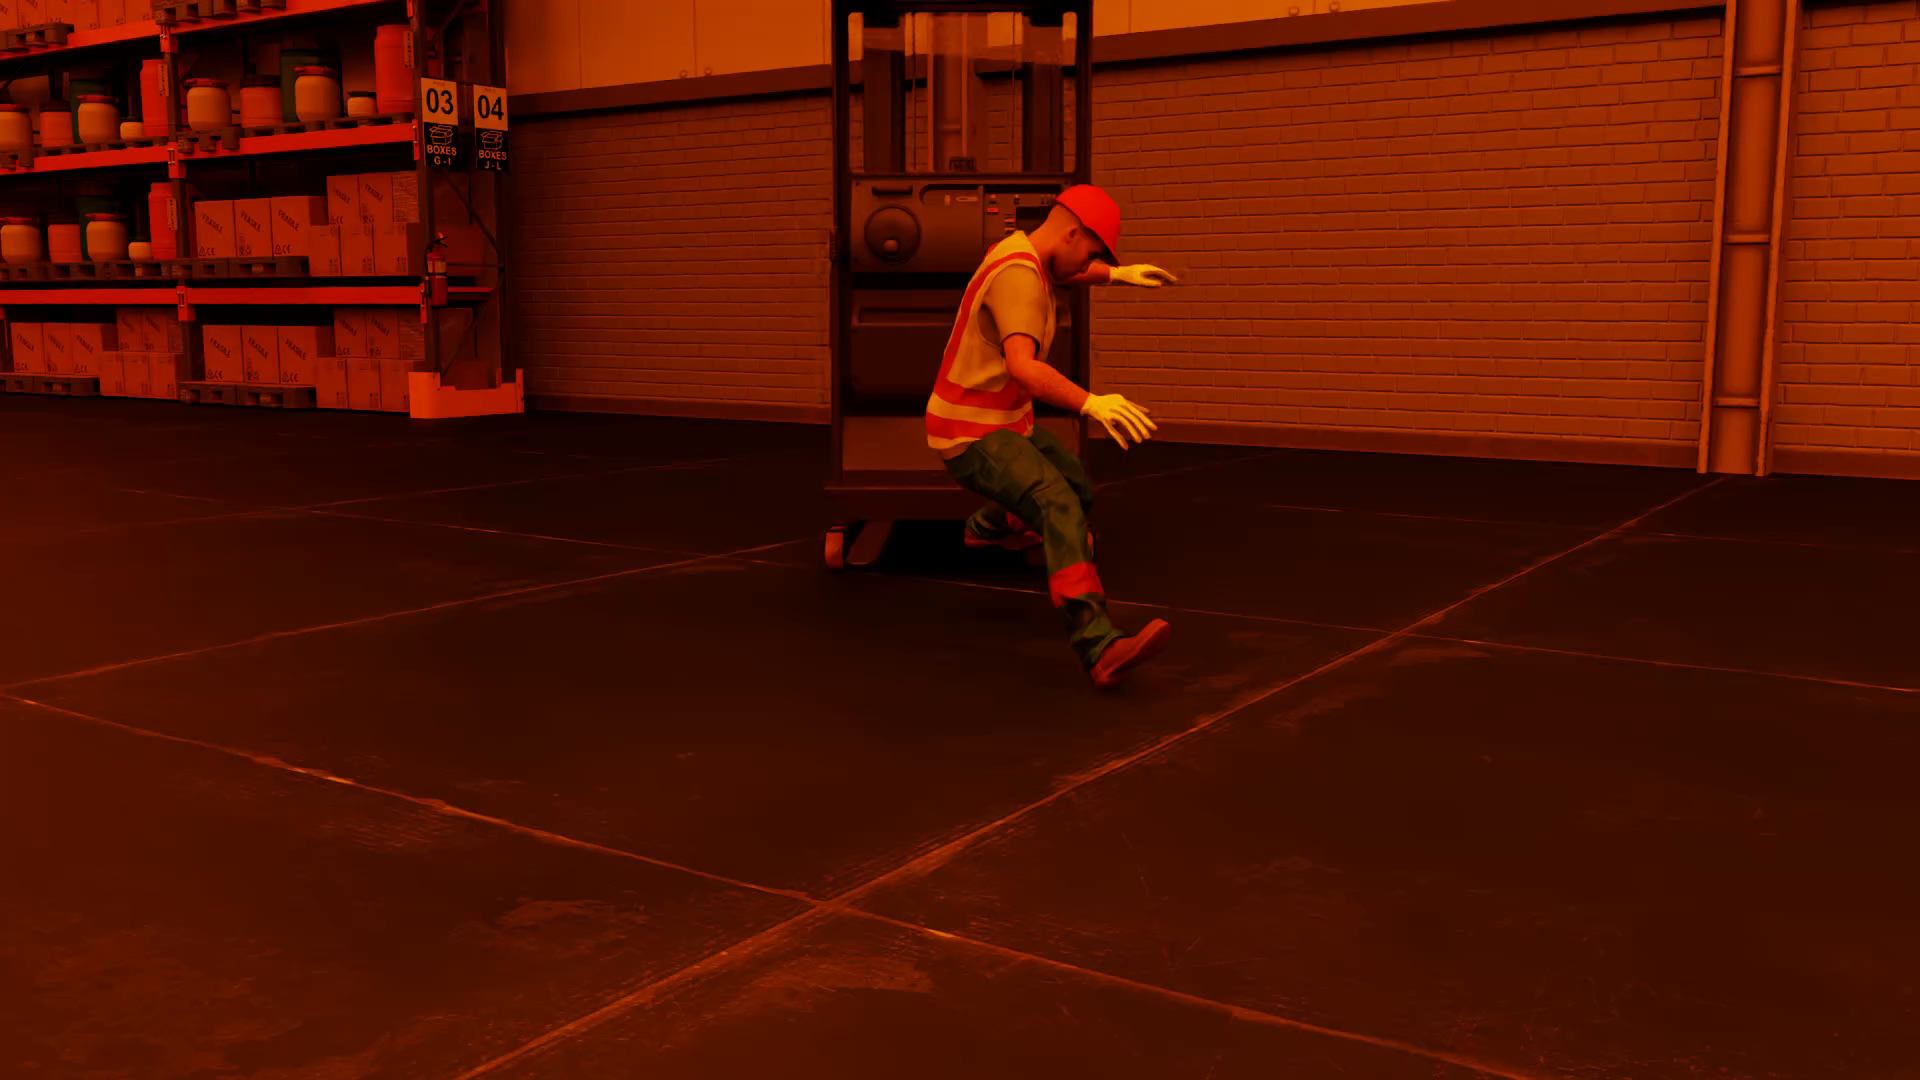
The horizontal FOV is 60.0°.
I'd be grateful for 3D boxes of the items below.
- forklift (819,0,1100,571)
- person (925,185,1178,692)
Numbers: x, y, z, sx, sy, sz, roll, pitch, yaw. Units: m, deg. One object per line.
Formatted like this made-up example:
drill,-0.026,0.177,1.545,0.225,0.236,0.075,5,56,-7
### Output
forklift,0.003,-1.364,6.784,1.130,2.935,3.031,0,8,1
person,0.296,-0.359,5.112,0.905,1.433,1.272,2,8,16
